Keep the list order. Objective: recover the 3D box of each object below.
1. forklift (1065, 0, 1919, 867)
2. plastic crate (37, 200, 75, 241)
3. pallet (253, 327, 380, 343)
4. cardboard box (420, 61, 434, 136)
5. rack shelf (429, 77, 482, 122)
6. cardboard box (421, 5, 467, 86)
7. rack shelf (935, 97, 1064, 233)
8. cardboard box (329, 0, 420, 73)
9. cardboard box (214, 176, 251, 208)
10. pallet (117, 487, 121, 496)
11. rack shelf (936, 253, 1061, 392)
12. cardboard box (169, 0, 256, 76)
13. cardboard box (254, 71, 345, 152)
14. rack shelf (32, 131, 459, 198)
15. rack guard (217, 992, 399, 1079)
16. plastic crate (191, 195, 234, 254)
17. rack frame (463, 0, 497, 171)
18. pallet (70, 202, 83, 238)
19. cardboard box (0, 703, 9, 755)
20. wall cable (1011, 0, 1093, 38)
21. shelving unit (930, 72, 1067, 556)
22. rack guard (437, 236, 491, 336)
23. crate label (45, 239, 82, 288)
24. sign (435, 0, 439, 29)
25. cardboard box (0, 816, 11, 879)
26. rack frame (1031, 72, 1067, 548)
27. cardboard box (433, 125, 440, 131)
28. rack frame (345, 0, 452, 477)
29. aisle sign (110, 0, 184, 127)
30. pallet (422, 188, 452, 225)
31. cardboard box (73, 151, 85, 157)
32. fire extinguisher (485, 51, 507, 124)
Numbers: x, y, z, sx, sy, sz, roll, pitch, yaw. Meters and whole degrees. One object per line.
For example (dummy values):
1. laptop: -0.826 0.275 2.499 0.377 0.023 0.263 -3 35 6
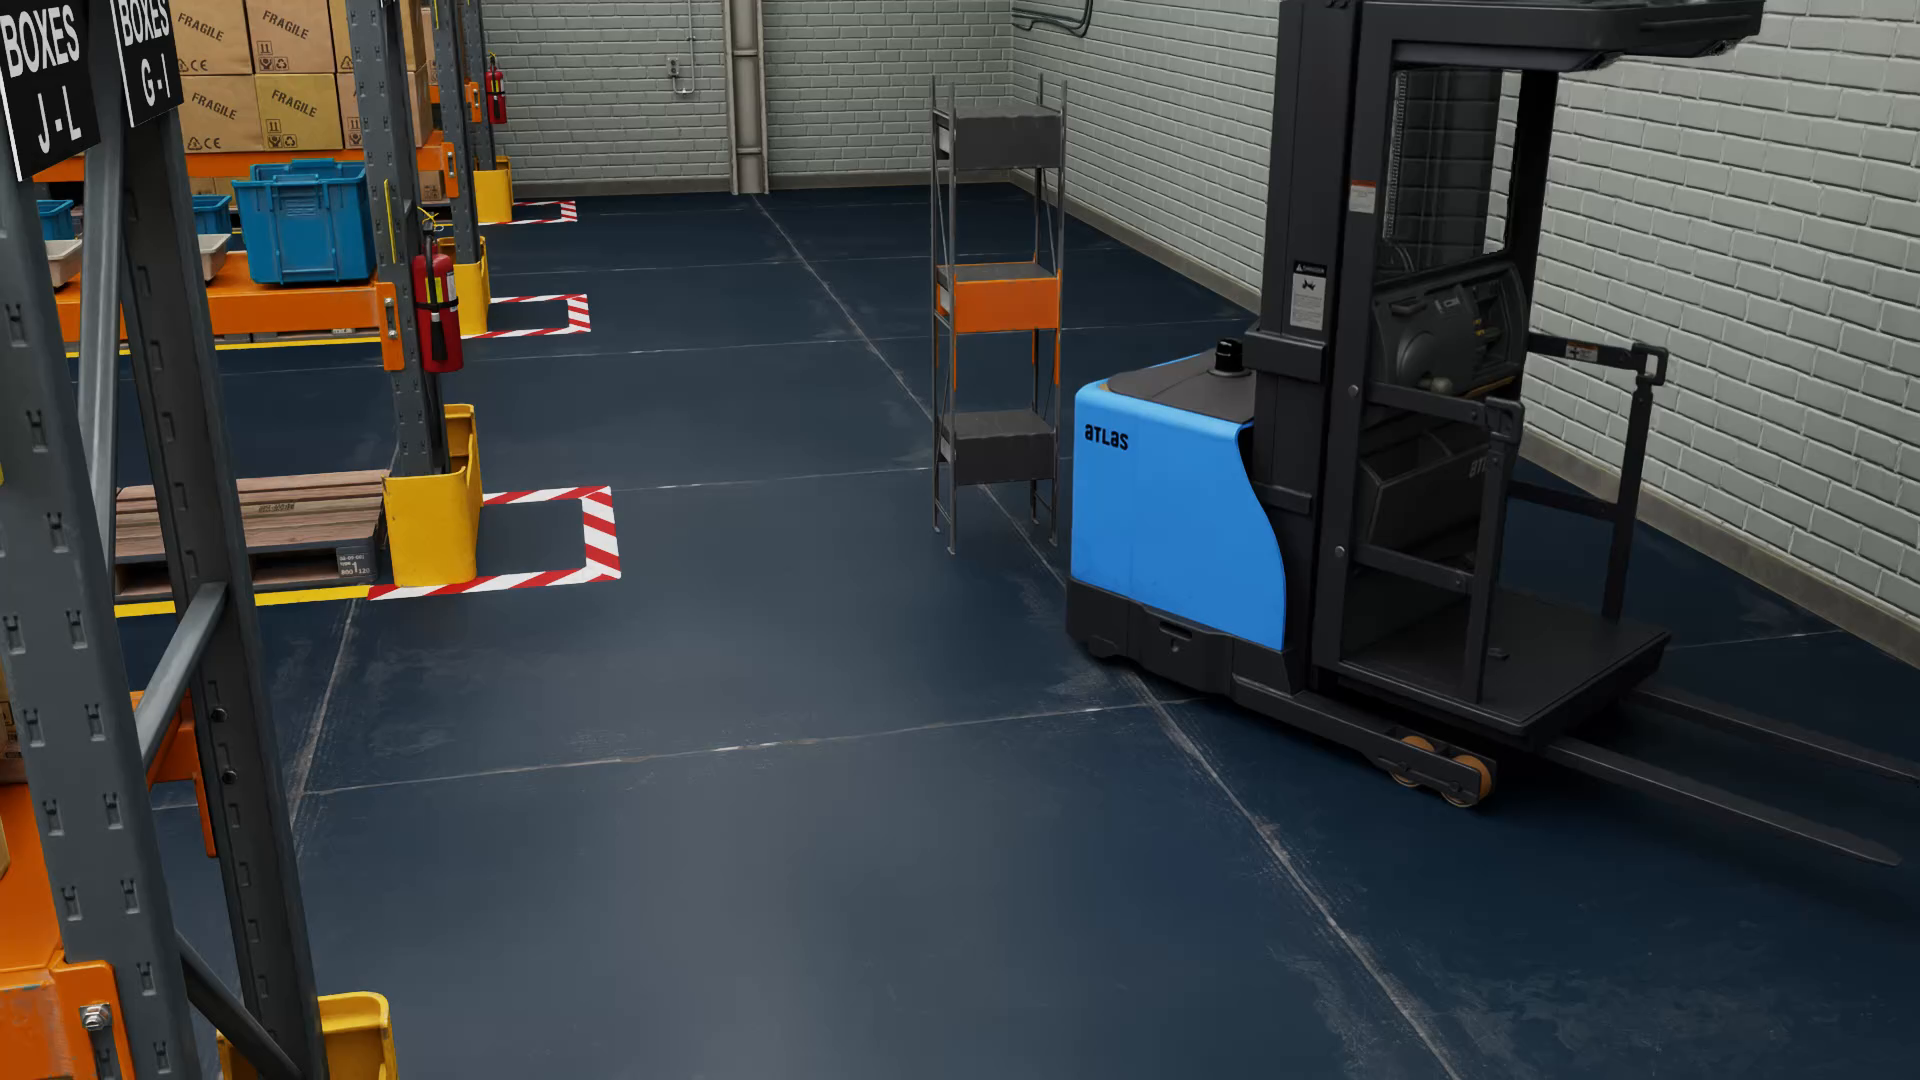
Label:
1. forklift: 1.809 -0.704 5.475 1.130 2.935 3.031 -19 27 -41
2. plastic crate: -4.049 -1.334 7.252 0.300 0.233 0.416 -5 21 -12
3. pallet: -4.437 -1.678 12.088 1.213 0.211 1.003 -5 21 -12
4. cardboard box: -4.080 -3.157 11.926 0.500 0.500 0.500 -4 21 -11
5. rack shelf: -6.677 -4.218 16.015 4.000 0.370 1.077 -5 21 -12
6. cardboard box: -5.225 -4.812 16.153 0.700 0.700 0.980 -4 20 -10
7. rack shelf: 0.161 -1.644 7.253 0.480 0.518 0.431 -5 21 -12
8. cardboard box: -3.957 -3.446 11.261 0.500 0.500 0.500 -5 21 -13
9. cardboard box: -6.883 -3.525 16.099 0.500 0.500 0.700 -4 21 -11
10. pallet: -4.448 0.059 7.347 1.213 0.211 1.003 -5 21 -12
11. rack shelf: 0.161 -0.986 7.494 0.480 0.518 0.431 -5 21 -12
12. cardboard box: -4.952 -3.363 11.035 0.500 0.500 0.500 -4 21 -11
13. cardboard box: -4.465 -2.935 11.320 0.500 0.500 0.500 -4 21 -12
14. rack shelf: -5.534 -2.560 11.489 4.000 0.370 1.077 -5 21 -12
15. rack guard: -1.288 1.432 3.180 0.348 0.500 1.175 -5 21 -12
16. plastic crate: -3.408 -1.386 7.394 0.300 0.233 0.416 -5 21 -12
17. rack frame: -4.731 -4.714 16.324 0.127 3.000 1.000 -5 21 -12
18. pallet: -7.866 -3.122 16.032 1.213 0.211 1.003 -5 21 -12
19. cardboard box: -1.722 0.318 2.372 0.500 0.250 0.500 -5 21 -13
20. wall cable: 0.855 -6.401 16.721 0.112 2.526 3.097 -5 21 -12
21. shelving unit: 0.161 -0.999 7.489 0.503 2.100 0.431 -5 21 -12
22. rack guard: -3.661 -1.877 12.211 0.348 0.500 1.175 -5 21 -12
23. crate label: -3.754 -1.129 6.832 0.243 0.136 0.396 -5 21 -12
24. sign: -3.479 -3.561 11.033 0.005 0.325 0.100 -5 21 -12
25. cardboard box: -1.582 0.516 2.410 0.250 0.149 0.380 -4 21 -11
26. rack frame: 0.399 -1.018 7.542 0.015 2.100 0.400 -5 21 -12
27. cardboard box: -5.314 -4.030 16.537 0.250 0.149 0.380 -5 21 -12
28. rack frame: -2.451 -1.398 7.271 0.127 3.000 1.000 -5 21 -12
29. aisle sign: -1.311 -1.067 2.587 0.004 0.787 0.394 -5 21 -12
30. pallet: -5.491 -3.316 16.559 1.213 0.211 1.003 -5 21 -12
31. cardboard box: -5.937 -2.816 10.997 0.500 0.500 0.500 -5 21 -13
32. fire extinguisher: -4.478 -4.360 16.012 0.183 0.674 0.296 -5 21 -12
